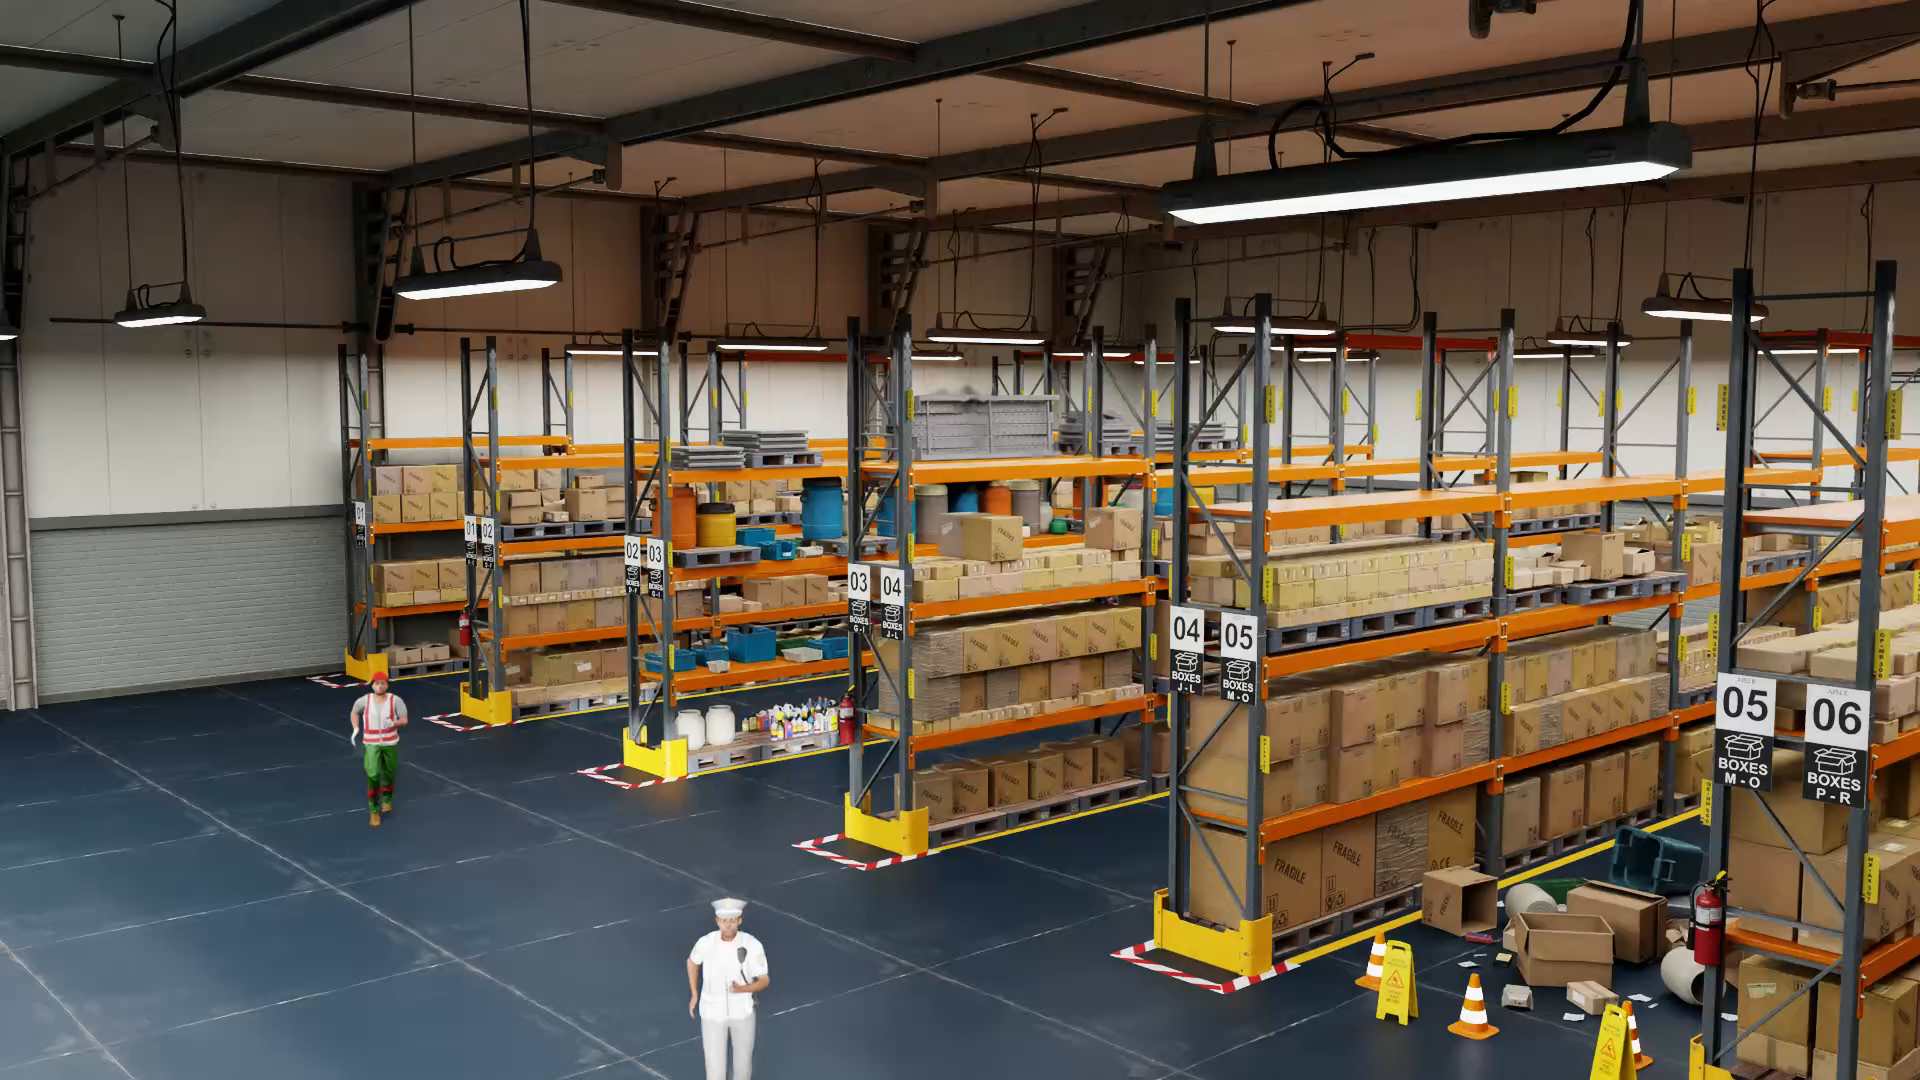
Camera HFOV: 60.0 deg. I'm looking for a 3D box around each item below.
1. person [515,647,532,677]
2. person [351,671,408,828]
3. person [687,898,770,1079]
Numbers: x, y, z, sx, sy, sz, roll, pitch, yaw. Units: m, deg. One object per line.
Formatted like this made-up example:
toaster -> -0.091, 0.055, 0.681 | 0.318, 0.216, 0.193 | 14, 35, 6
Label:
person -> -7.490, 1.756, 28.347 | 0.680, 1.749, 0.624 | 5, 7, 42
person -> -6.948, 2.489, 19.934 | 0.643, 1.846, 0.774 | -2, 6, -23
person -> -1.588, 3.286, 11.423 | 0.562, 1.716, 0.867 | -1, 5, -8
